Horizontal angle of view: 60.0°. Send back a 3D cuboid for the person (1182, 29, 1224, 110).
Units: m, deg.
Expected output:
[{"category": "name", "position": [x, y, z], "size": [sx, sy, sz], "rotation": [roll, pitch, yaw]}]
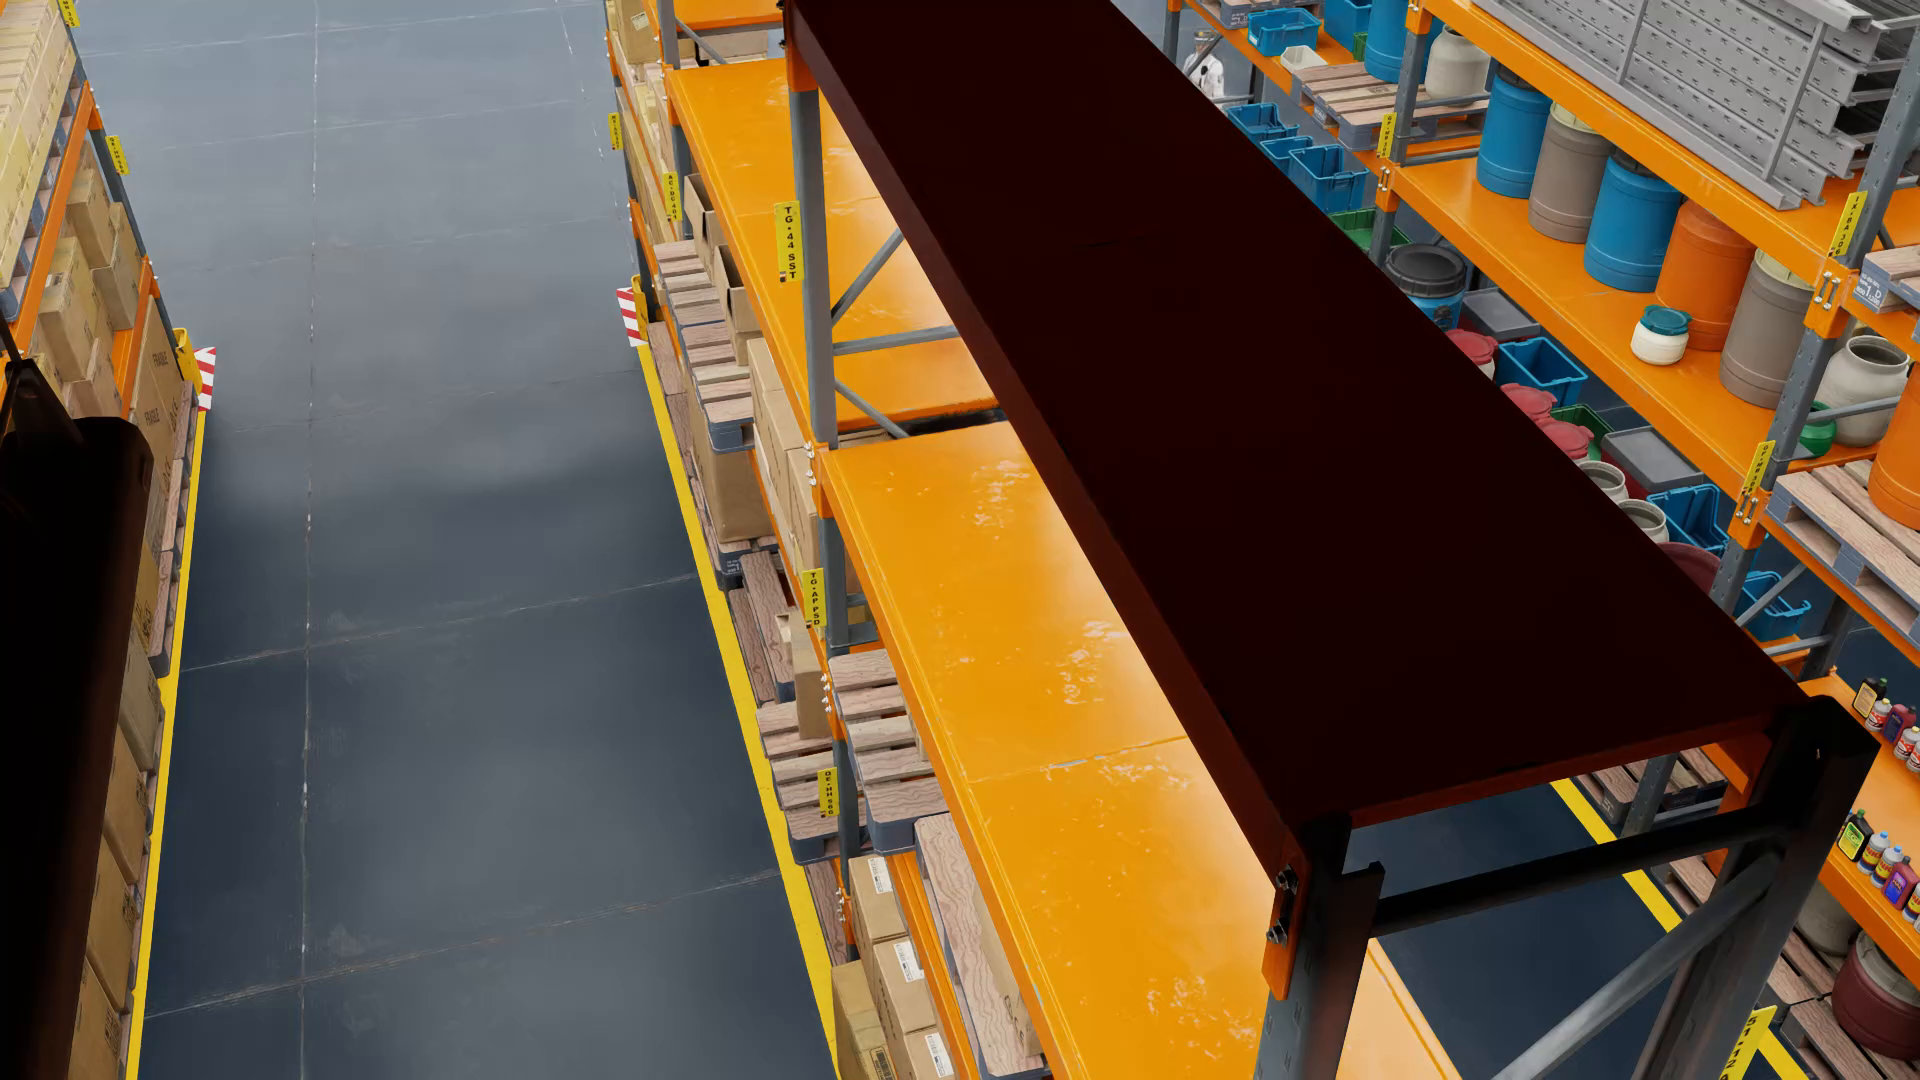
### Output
[{"category": "person", "position": [2.407, -4.390, 16.990], "size": [0.468, 1.676, 0.474], "rotation": [-6, 39, -7]}]
